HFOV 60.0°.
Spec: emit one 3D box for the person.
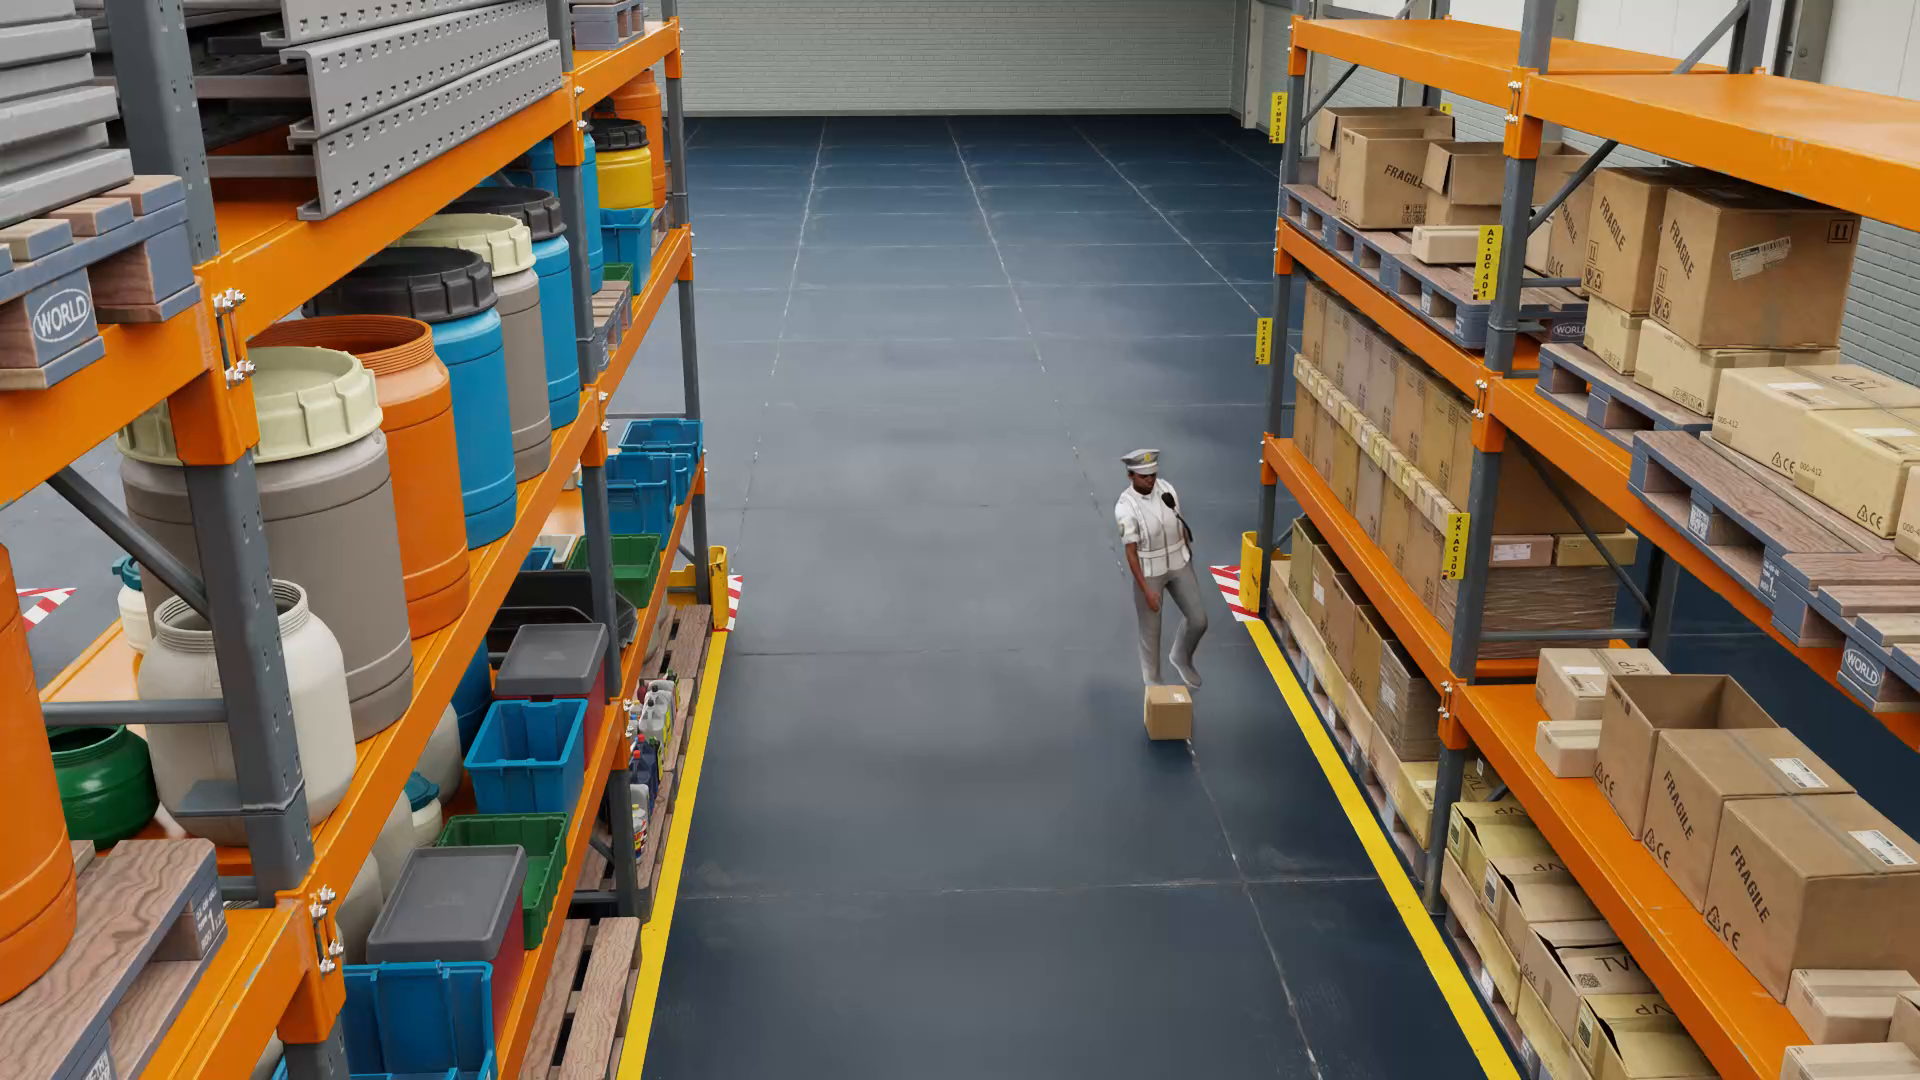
[{"bbox_3d":[1.288,0.231,10.412,0.636,1.681,0.472,-6,21,-16],"label":"person"}]
